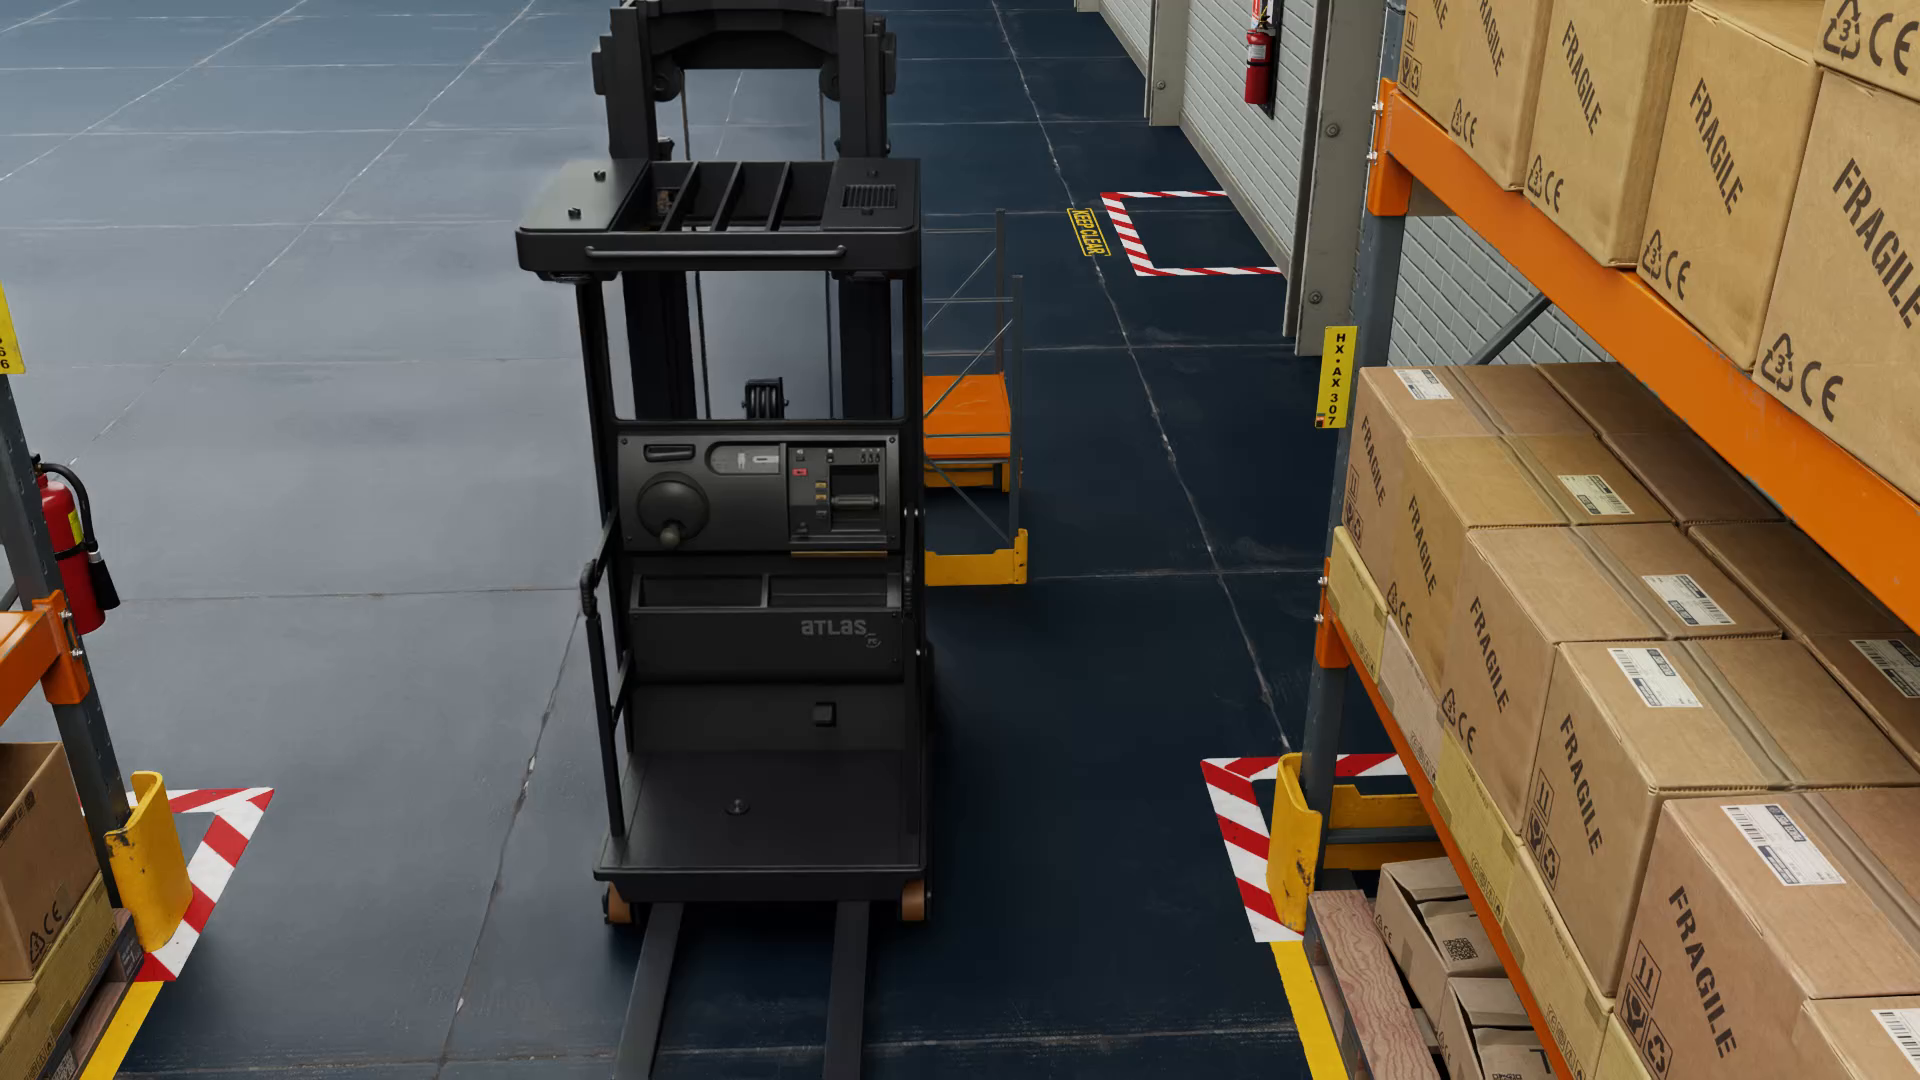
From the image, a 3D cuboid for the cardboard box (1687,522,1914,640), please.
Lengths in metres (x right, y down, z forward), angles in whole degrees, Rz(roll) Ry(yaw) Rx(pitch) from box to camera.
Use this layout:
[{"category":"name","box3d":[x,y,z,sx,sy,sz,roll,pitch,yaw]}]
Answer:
[{"category":"cardboard box","box3d":[1.961,0.292,3.777,0.500,0.500,0.500,-2,28,-4]}]

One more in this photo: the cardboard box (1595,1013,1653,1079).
[{"category":"cardboard box","box3d":[1.499,1.114,3.011,0.500,0.250,0.500,-2,28,-3]}]

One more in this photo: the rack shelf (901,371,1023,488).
[{"category":"rack shelf","box3d":[-0.004,-0.545,8.062,0.538,0.185,1.000,-1,28,-3]}]

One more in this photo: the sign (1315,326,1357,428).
[{"category":"sign","box3d":[1.135,-0.488,5.006,0.100,0.325,0.005,-1,28,-3]}]

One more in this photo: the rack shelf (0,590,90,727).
[{"category":"rack shelf","box3d":[-3.166,1.246,3.395,1.077,0.370,4.000,-1,28,-3]}]

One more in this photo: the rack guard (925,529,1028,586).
[{"category":"rack guard","box3d":[0.022,0.084,7.819,0.587,0.250,0.087,-1,28,-3]}]

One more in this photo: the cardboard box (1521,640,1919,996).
[{"category":"cardboard box","box3d":[1.477,0.541,3.299,0.500,0.500,0.500,-1,28,-1]}]

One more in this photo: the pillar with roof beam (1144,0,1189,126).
[{"category":"pillar with roof beam","box3d":[-2.349,-7.913,13.691,9.100,9.000,0.400,-1,28,-3]}]

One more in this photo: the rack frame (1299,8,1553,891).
[{"category":"rack frame","box3d":[1.677,-0.118,5.232,1.000,3.000,0.127,-1,28,-3]}]

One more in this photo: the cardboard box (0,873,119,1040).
[{"category":"cardboard box","box3d":[-2.947,1.277,5.077,0.500,0.250,0.500,-1,28,-3]}]

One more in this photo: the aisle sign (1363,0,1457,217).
[{"category":"aisle sign","box3d":[1.373,-1.296,4.680,0.394,0.787,0.004,-1,28,-3]}]

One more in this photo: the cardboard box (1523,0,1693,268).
[{"category":"cardboard box","box3d":[1.468,-0.852,3.266,0.500,0.500,0.500,0,28,0]}]

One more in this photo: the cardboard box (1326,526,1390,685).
[{"category":"cardboard box","box3d":[1.385,0.173,4.815,0.500,0.250,0.500,-2,28,-4]}]

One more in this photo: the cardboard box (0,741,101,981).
[{"category":"cardboard box","box3d":[-2.945,0.945,4.903,0.500,0.500,0.500,-1,28,-3]}]

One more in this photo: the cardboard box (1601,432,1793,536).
[{"category":"cardboard box","box3d":[1.930,0.053,4.235,0.500,0.500,0.500,-1,28,-2]}]

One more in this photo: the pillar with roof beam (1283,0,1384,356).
[{"category":"pillar with roof beam","box3d":[-2.035,-5.142,8.378,9.100,9.000,0.400,-1,28,-3]}]

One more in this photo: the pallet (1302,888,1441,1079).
[{"category":"pallet","box3d":[1.688,1.530,5.088,1.003,0.211,1.213,-1,28,-3]}]

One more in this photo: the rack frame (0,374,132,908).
[{"category":"rack frame","box3d":[-3.270,0.004,4.999,1.000,3.000,0.127,-1,28,-3]}]

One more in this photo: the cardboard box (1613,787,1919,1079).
[{"category":"cardboard box","box3d":[1.505,0.781,2.839,0.500,0.500,0.500,-2,28,-4]}]

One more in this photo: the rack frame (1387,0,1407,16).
[{"category":"rack frame","box3d":[1.677,-2.777,3.844,1.000,3.000,0.127,-1,28,-3]}]

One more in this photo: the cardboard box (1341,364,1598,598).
[{"category":"cardboard box","box3d":[1.401,-0.165,4.652,0.500,0.500,0.500,-1,28,-3]}]

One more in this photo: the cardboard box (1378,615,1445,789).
[{"category":"cardboard box","box3d":[1.426,0.413,4.356,0.500,0.250,0.500,-2,28,-4]}]

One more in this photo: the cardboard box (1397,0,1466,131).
[{"category":"cardboard box","box3d":[1.444,-1.340,4.203,0.500,0.500,0.500,-1,28,-1]}]

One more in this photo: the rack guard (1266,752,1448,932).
[{"category":"rack guard","box3d":[1.681,1.026,5.742,1.175,0.500,0.348,-1,28,-3]}]

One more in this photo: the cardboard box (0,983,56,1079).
[{"category":"cardboard box","box3d":[-2.909,1.508,4.634,0.500,0.250,0.500,-1,28,-3]}]

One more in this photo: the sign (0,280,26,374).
[{"category":"sign","box3d":[-2.727,-0.621,4.689,0.100,0.325,0.005,-1,28,-3]}]

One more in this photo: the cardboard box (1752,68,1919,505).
[{"category":"cardboard box","box3d":[1.532,-0.370,2.341,0.500,0.500,0.500,-2,28,-5]}]

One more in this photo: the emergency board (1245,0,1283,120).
[{"category":"emergency board","box3d":[2.173,-3.728,12.154,0.194,1.169,0.643,-1,28,-3]}]

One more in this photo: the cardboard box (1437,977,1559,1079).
[{"category":"cardboard box","box3d":[1.653,1.465,4.630,0.500,0.311,0.500,1,28,2]}]

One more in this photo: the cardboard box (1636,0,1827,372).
[{"category":"cardboard box","box3d":[1.517,-0.605,2.792,0.500,0.500,0.500,0,28,1]}]

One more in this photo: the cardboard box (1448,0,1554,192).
[{"category":"cardboard box","box3d":[1.437,-1.091,3.725,0.500,0.500,0.500,0,28,1]}]

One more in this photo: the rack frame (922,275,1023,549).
[{"category":"rack frame","box3d":[0.022,-0.470,7.529,0.500,1.500,0.032,-1,28,-3]}]

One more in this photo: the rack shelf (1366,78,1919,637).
[{"category":"rack shelf","box3d":[1.781,-0.205,2.933,1.077,0.370,4.000,-1,28,-3]}]

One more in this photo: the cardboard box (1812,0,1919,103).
[{"category":"cardboard box","box3d":[1.512,-0.815,2.115,0.500,0.500,0.500,-2,28,-4]}]

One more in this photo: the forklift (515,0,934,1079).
[{"category":"forklift","box3d":[-0.659,-0.124,5.319,1.130,2.935,3.031,0,28,-1]}]

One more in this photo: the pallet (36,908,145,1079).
[{"category":"pallet","box3d":[-3.188,1.592,4.969,1.003,0.211,1.213,-1,28,-3]}]

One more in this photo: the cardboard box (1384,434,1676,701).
[{"category":"cardboard box","box3d":[1.417,0.064,4.214,0.500,0.500,0.500,-1,28,-2]}]

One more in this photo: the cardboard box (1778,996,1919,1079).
[{"category":"cardboard box","box3d":[1.520,1.014,2.392,0.500,0.500,0.500,-2,28,-3]}]

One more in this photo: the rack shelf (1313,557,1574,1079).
[{"category":"rack shelf","box3d":[1.781,1.125,3.627,1.077,0.370,4.000,-1,28,-3]}]

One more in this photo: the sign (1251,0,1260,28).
[{"category":"sign","box3d":[2.247,-4.002,12.641,0.001,0.329,0.234,-1,28,-3]}]

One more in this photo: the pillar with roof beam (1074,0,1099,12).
[{"category":"pillar with roof beam","box3d":[-2.662,-10.684,19.003,9.100,9.000,0.400,-1,28,-3]}]

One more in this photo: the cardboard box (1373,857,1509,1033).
[{"category":"cardboard box","box3d":[1.623,1.201,5.135,0.500,0.311,0.500,-4,28,-8]}]

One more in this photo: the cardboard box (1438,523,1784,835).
[{"category":"cardboard box","box3d":[1.438,0.303,3.756,0.500,0.500,0.500,-2,28,-4]}]

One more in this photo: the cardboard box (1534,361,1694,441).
[{"category":"cardboard box","box3d":[1.914,-0.180,4.681,0.500,0.500,0.500,-2,28,-3]}]

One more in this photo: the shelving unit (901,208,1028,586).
[{"category":"shelving unit","box3d":[-0.004,-0.700,7.971,0.587,1.500,1.083,-1,28,-3]}]

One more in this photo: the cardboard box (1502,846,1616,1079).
[{"category":"cardboard box","box3d":[1.471,0.881,3.457,0.500,0.250,0.500,-1,28,-2]}]

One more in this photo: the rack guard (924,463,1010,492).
[{"category":"rack guard","box3d":[-0.030,-0.376,8.701,0.587,0.250,0.087,-1,28,-3]}]

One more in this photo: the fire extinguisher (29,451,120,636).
[{"category":"fire extinguisher","box3d":[-2.812,-0.028,5.143,0.296,0.674,0.183,-1,28,-3]}]

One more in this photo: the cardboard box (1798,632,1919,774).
[{"category":"cardboard box","box3d":[1.988,0.524,3.331,0.500,0.500,0.500,-1,28,-2]}]

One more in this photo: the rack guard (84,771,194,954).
[{"category":"rack guard","box3d":[-3.271,1.101,5.598,1.175,0.500,0.348,-1,28,-3]}]

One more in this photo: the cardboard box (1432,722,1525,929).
[{"category":"cardboard box","box3d":[1.447,0.648,3.904,0.500,0.250,0.500,-2,28,-3]}]

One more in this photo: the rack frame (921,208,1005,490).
[{"category":"rack frame","box3d":[-0.031,-0.939,8.429,0.500,1.500,0.032,-1,28,-3]}]
